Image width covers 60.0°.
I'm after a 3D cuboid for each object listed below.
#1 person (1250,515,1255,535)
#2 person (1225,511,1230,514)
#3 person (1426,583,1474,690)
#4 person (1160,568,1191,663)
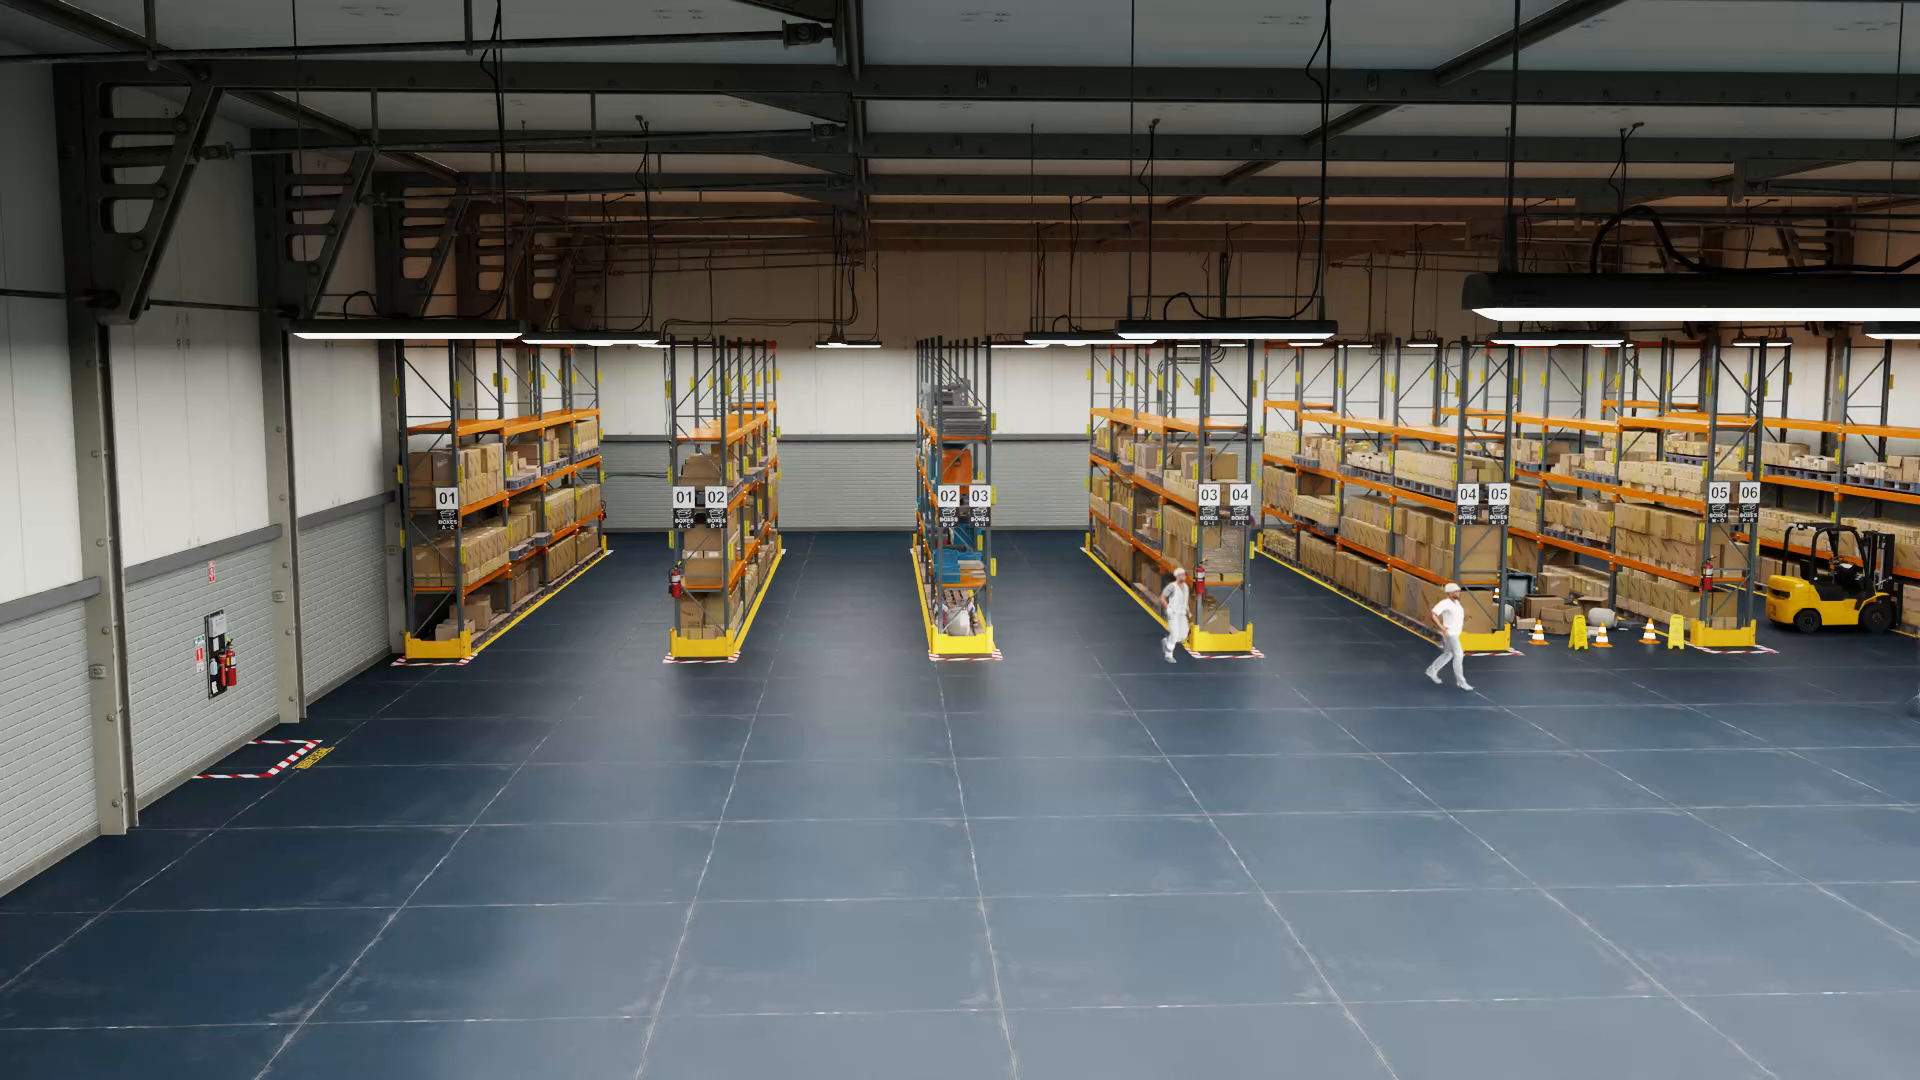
[{"bbox_3d":[7.521,-0.180,44.458,0.707,1.740,0.667,1,7,7],"label":"person"},{"bbox_3d":[7.440,-0.460,47.275,0.610,1.733,0.758,1,7,8],"label":"person"},{"bbox_3d":[8.350,1.614,28.256,0.868,1.782,0.685,4,8,32],"label":"person"},{"bbox_3d":[4.001,1.378,30.874,0.702,1.730,0.574,-5,8,-35],"label":"person"}]
